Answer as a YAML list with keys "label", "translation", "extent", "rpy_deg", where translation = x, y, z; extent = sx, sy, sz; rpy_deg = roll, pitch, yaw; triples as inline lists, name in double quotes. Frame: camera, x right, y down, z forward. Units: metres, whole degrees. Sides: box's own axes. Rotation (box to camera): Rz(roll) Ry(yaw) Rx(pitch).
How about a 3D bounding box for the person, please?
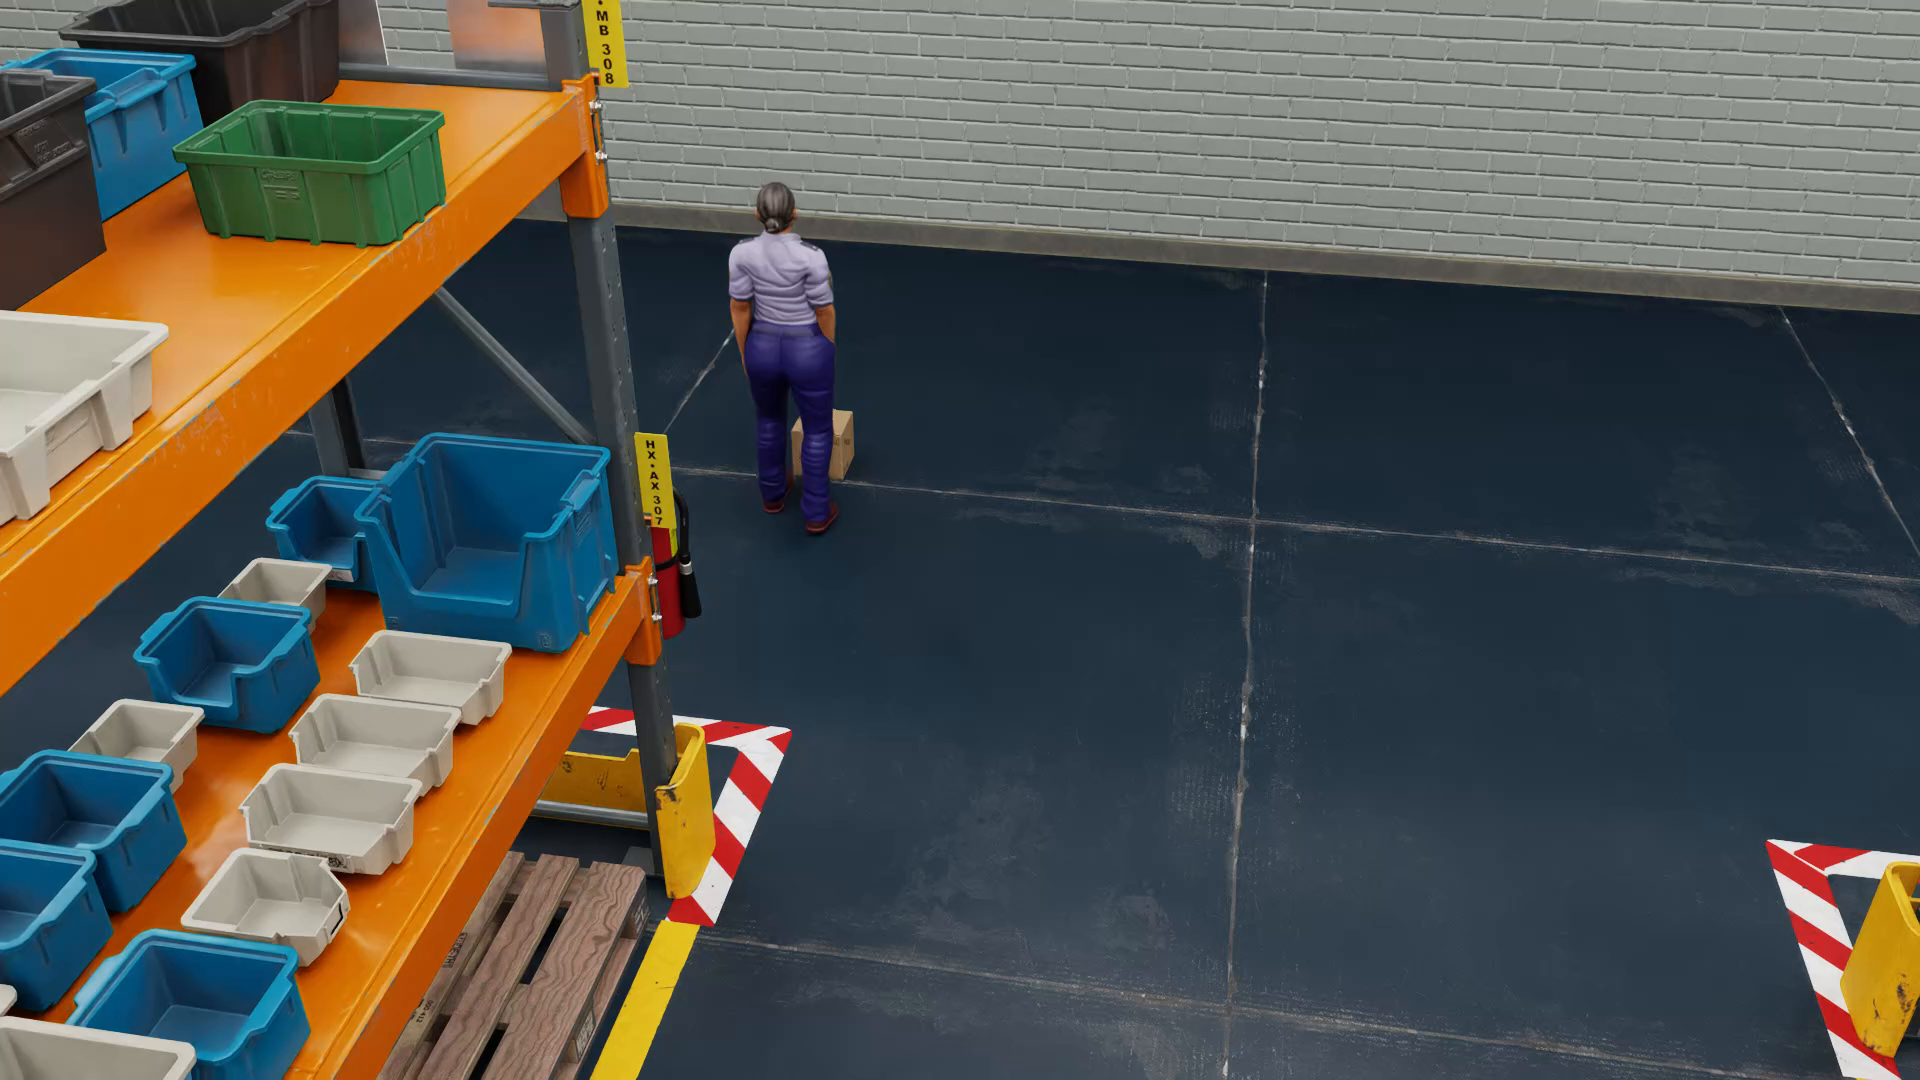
- label: "person"
  translation: [-0.768, -0.831, 7.467]
  extent: [0.469, 1.646, 0.438]
  rpy_deg: [7, 33, 10]
